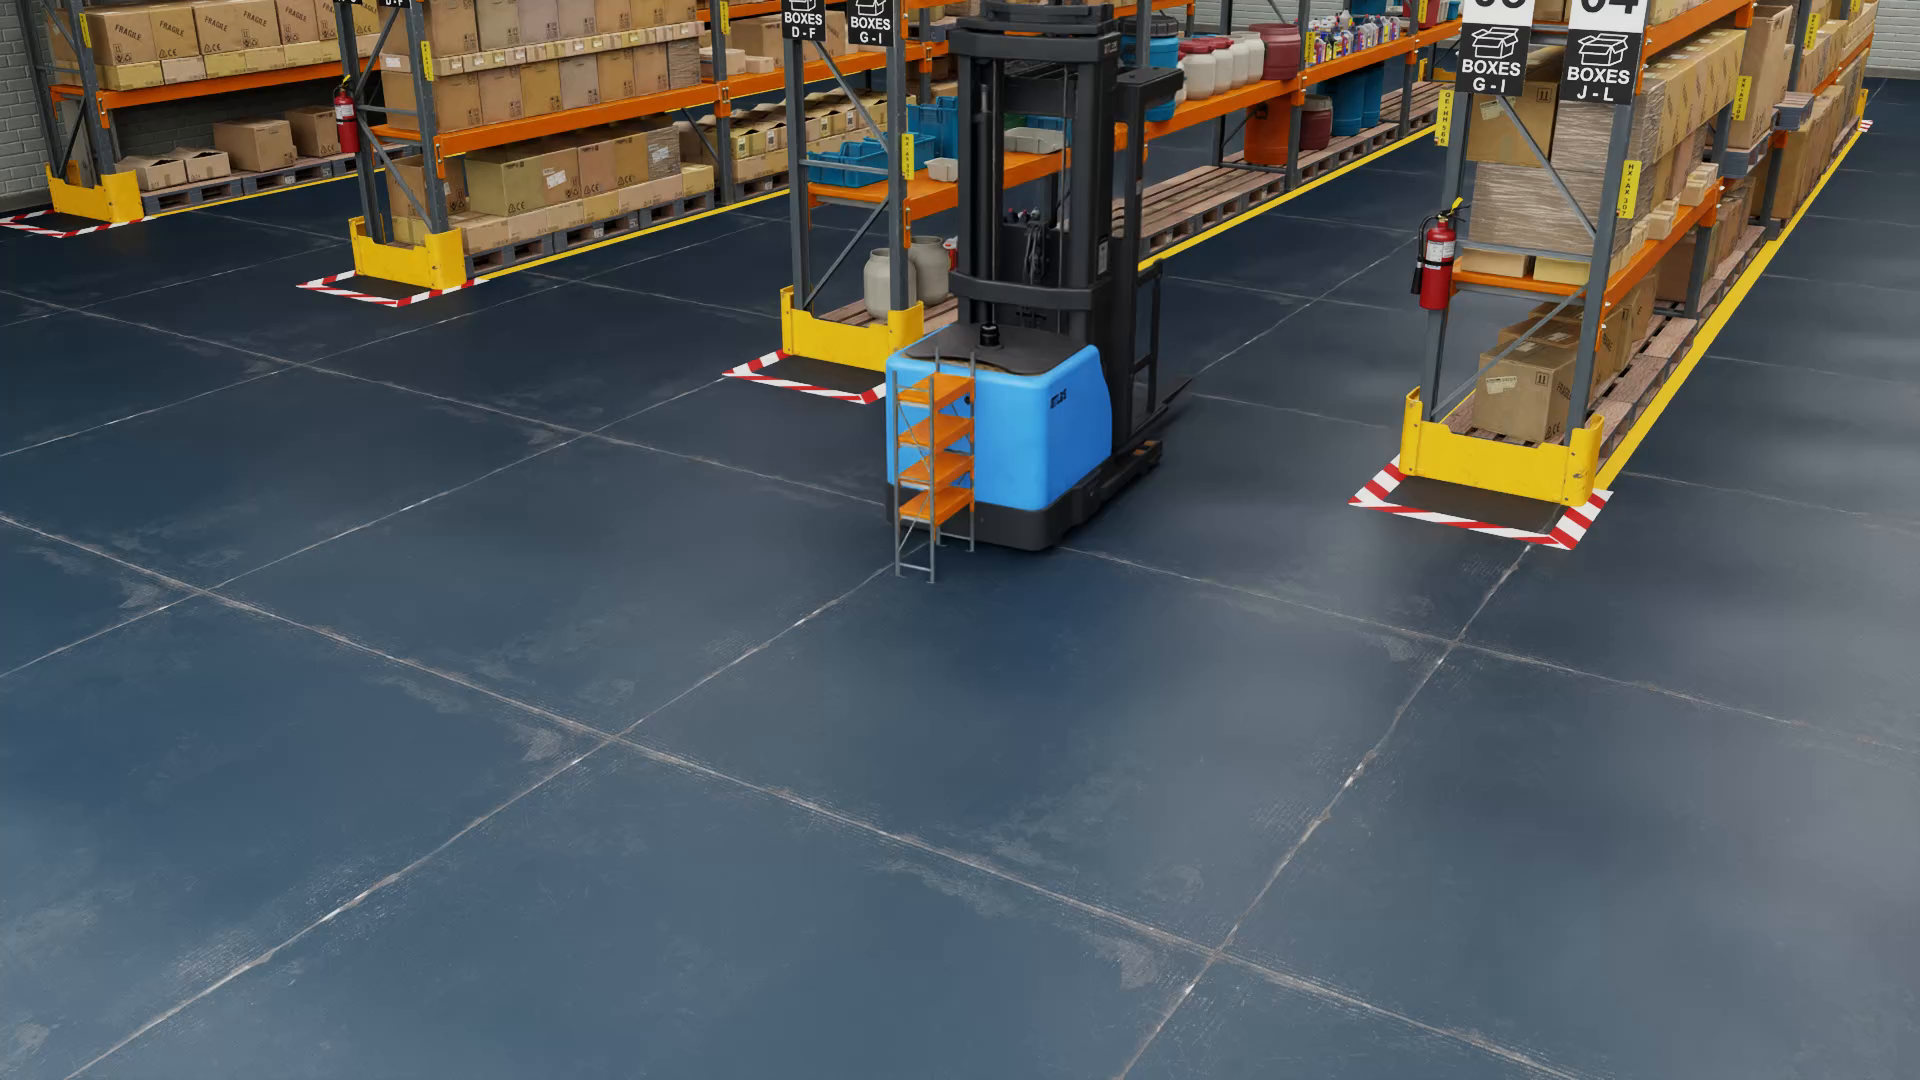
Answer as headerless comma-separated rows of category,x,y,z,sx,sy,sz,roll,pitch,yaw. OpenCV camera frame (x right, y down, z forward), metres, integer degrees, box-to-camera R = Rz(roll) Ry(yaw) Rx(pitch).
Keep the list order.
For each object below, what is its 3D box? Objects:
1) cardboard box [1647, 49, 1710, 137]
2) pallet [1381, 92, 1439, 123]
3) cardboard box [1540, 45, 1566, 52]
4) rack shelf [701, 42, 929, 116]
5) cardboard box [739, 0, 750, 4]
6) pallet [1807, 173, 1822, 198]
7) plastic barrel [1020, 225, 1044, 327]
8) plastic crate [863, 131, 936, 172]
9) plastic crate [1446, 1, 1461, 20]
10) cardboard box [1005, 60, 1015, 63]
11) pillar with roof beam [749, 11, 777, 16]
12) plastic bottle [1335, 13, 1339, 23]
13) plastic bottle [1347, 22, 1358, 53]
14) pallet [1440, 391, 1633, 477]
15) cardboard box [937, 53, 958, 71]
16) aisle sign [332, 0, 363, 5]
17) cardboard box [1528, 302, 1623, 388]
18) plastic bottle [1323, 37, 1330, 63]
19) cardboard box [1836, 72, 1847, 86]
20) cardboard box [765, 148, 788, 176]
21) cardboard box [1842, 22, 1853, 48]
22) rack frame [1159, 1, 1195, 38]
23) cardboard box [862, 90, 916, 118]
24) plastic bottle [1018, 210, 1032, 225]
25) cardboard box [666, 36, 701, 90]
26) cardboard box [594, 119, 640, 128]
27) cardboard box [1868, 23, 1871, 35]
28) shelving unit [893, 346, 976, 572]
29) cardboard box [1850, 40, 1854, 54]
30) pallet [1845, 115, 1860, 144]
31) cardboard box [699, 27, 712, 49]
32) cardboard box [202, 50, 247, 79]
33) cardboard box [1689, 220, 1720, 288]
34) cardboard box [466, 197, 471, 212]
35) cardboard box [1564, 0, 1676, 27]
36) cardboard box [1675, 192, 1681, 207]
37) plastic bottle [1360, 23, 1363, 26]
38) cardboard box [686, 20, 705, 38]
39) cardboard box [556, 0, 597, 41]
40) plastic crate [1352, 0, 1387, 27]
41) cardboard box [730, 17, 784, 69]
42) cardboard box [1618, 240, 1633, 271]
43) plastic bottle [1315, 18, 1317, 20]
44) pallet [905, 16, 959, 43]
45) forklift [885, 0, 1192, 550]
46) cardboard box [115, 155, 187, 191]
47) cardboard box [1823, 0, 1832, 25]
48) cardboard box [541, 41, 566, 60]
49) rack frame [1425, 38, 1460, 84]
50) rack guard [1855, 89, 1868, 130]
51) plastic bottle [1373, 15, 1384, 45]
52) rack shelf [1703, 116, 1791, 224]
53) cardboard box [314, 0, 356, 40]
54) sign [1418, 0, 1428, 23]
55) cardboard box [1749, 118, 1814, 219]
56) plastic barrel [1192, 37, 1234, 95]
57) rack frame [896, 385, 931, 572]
cardboard box,4.678,-3.001,11.148,0.500,0.500,0.500,14,27,29
pallet,6.485,-6.203,23.813,1.003,0.211,1.213,14,27,29
cardboard box,4.241,-3.109,11.397,0.500,0.500,0.500,14,27,29
rack shelf,-1.884,-5.497,19.578,1.077,0.370,4.000,14,27,29
cardboard box,-3.430,-8.272,25.372,0.380,0.149,0.250,14,27,29
pallet,9.352,-4.219,19.231,1.003,0.211,1.213,14,27,29
plastic barrel,2.081,-3.294,14.976,2.844,1.474,11.002,14,27,29
plastic crate,-0.485,-3.144,13.425,0.499,0.251,0.408,14,27,29
plastic crate,6.732,-7.367,23.127,0.416,0.233,0.300,14,27,29
cardboard box,0.547,-6.613,23.842,0.500,0.500,0.500,14,27,30
pillar with roof beam,0.363,-11.158,24.197,9.100,9.000,0.400,14,27,29
plastic bottle,4.861,-6.680,21.552,0.061,0.283,0.133,14,27,29
plastic bottle,4.700,-6.040,19.988,0.144,0.351,0.185,14,27,29
pallet,3.864,-0.738,11.189,1.003,0.211,1.213,14,27,29
cardboard box,0.028,-6.632,22.943,0.500,0.250,0.500,13,27,28
aisle sign,-5.333,-5.035,14.332,0.394,0.787,0.004,14,27,29
cardboard box,4.342,-1.394,11.812,0.500,0.500,0.500,17,29,34
plastic bottle,4.234,-5.680,19.241,0.061,0.283,0.133,14,27,29
cardboard box,10.112,-5.199,20.129,0.875,0.875,0.875,14,27,29
cardboard box,-2.244,-4.340,18.931,0.500,0.250,0.500,15,27,30
cardboard box,10.166,-5.947,19.525,0.500,0.250,0.500,13,27,28
rack frame,3.391,-9.202,27.232,1.000,3.000,0.127,14,27,29
cardboard box,-0.896,-5.462,20.818,0.500,0.311,0.500,15,27,30
plastic bottle,0.612,-2.884,15.416,0.144,0.351,0.185,14,27,29
cardboard box,-3.167,-5.047,17.507,0.700,0.500,0.500,13,27,28
cardboard box,-3.706,-4.166,17.586,0.500,0.500,0.500,14,27,29
cardboard box,11.628,-6.648,21.646,0.380,0.149,0.250,14,27,29
shelving unit,-0.136,-0.412,9.192,0.258,1.200,0.499,11,26,25
cardboard box,10.548,-5.957,20.051,0.380,0.149,0.250,13,27,28
pallet,11.450,-5.559,22.326,1.003,0.211,1.213,14,27,29
cardboard box,-4.072,-7.260,24.923,0.750,0.750,0.750,14,27,29
cardboard box,-8.196,-5.227,18.211,0.500,0.250,0.500,13,27,28
cardboard box,6.085,-2.490,14.318,0.700,0.500,0.500,14,27,29
cardboard box,-4.763,-3.147,16.177,0.500,0.250,0.500,14,27,29
cardboard box,3.839,-3.141,9.643,0.500,0.250,0.500,15,27,30
cardboard box,4.910,-2.414,11.867,0.380,0.149,0.250,14,27,29
plastic bottle,4.980,-6.280,20.642,0.097,0.271,0.097,0,23,0
cardboard box,-2.900,-5.359,17.411,0.380,0.149,0.250,14,27,29
cardboard box,-3.961,-5.134,16.075,0.700,0.500,0.500,14,27,29
plastic crate,5.444,-7.062,22.233,0.392,0.384,0.575,14,27,29
cardboard box,-2.242,-5.632,18.858,0.500,0.500,0.500,16,28,33
cardboard box,4.011,-1.818,10.489,0.380,0.149,0.250,14,27,29
plastic bottle,4.463,-6.425,20.964,0.061,0.283,0.133,14,27,29
pallet,-0.531,-6.658,21.595,1.213,0.211,1.003,14,27,29
forklift,9.624,-1.001,8.374,18.991,2.935,7.386,11,26,25
cardboard box,-8.817,-4.022,18.095,0.500,0.311,0.500,11,26,23
cardboard box,9.366,-6.064,18.594,0.797,0.503,0.637,13,27,28
cardboard box,-3.981,-4.668,15.815,0.380,0.149,0.250,13,27,28
rack frame,7.598,-8.163,24.831,1.000,3.000,0.127,14,27,29
rack guard,11.818,-5.986,22.949,1.175,0.500,0.348,14,27,29
plastic bottle,5.183,-6.349,20.703,0.144,0.351,0.185,14,27,29
rack shelf,6.530,-3.420,14.780,1.077,0.370,4.000,14,27,29
cardboard box,-7.394,-6.080,19.238,0.500,0.500,0.500,14,27,29
sign,5.954,-6.824,21.390,0.100,0.325,0.005,14,27,29
cardboard box,7.967,-3.871,17.063,1.225,0.875,0.875,12,26,27
plastic barrel,2.574,-4.846,16.997,0.433,0.535,0.433,0,23,0
rack frame,-0.247,-0.325,8.990,0.228,1.046,0.006,11,26,25
